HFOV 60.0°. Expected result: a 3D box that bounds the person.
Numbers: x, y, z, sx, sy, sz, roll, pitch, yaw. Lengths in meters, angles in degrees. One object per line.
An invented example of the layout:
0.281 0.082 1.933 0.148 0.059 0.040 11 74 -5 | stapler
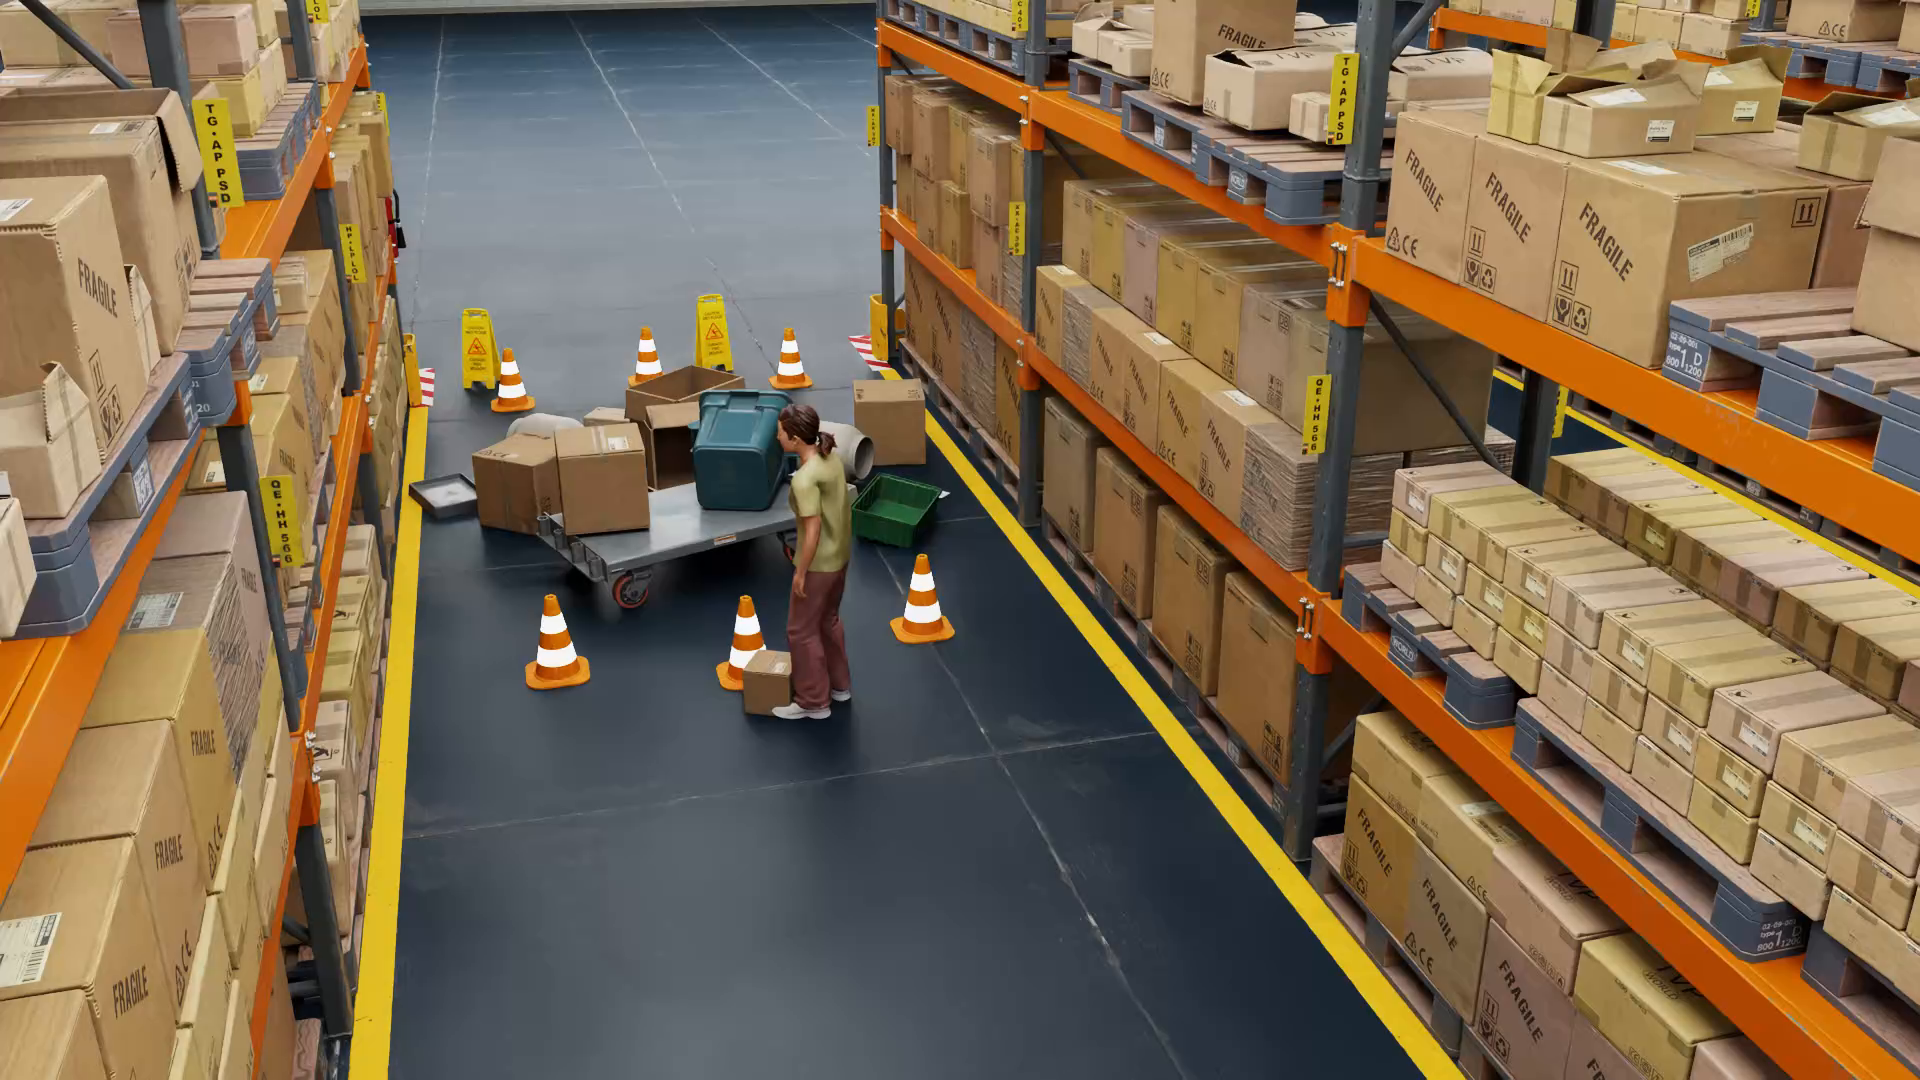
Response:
-0.750 0.110 8.338 0.406 1.673 0.499 6 24 13 | person
